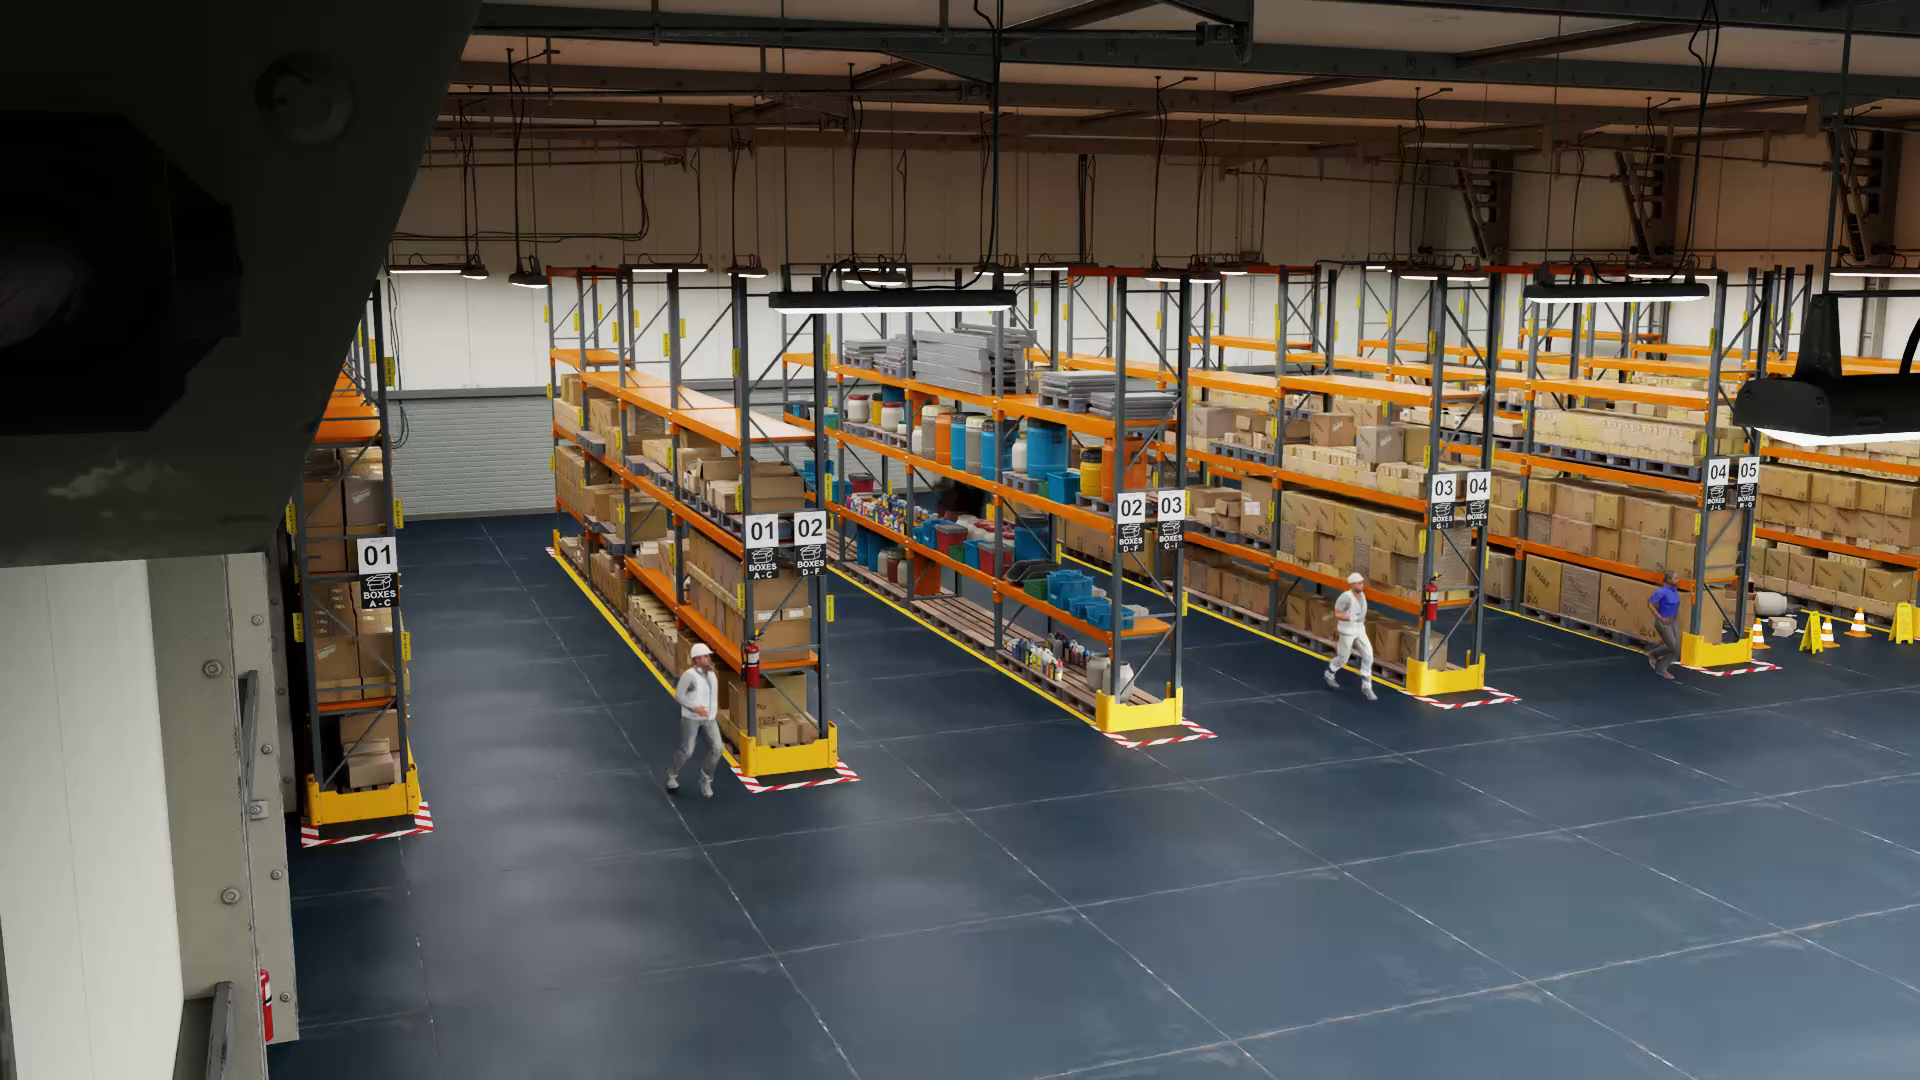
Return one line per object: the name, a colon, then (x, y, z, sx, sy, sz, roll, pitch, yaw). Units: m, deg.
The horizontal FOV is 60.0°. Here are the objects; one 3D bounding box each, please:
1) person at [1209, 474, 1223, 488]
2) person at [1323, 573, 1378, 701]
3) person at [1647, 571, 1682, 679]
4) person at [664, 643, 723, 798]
person: (6.340, -1.718, 41.723, 1.038, 1.631, 0.678, 5, 11, 28)
person: (5.582, 1.349, 23.791, 0.682, 1.811, 0.937, -6, 11, -30)
person: (10.573, 1.266, 24.852, 0.607, 1.609, 0.508, -6, 11, -29)
person: (-3.073, 2.105, 19.616, 0.696, 1.793, 0.730, 8, 13, 40)
